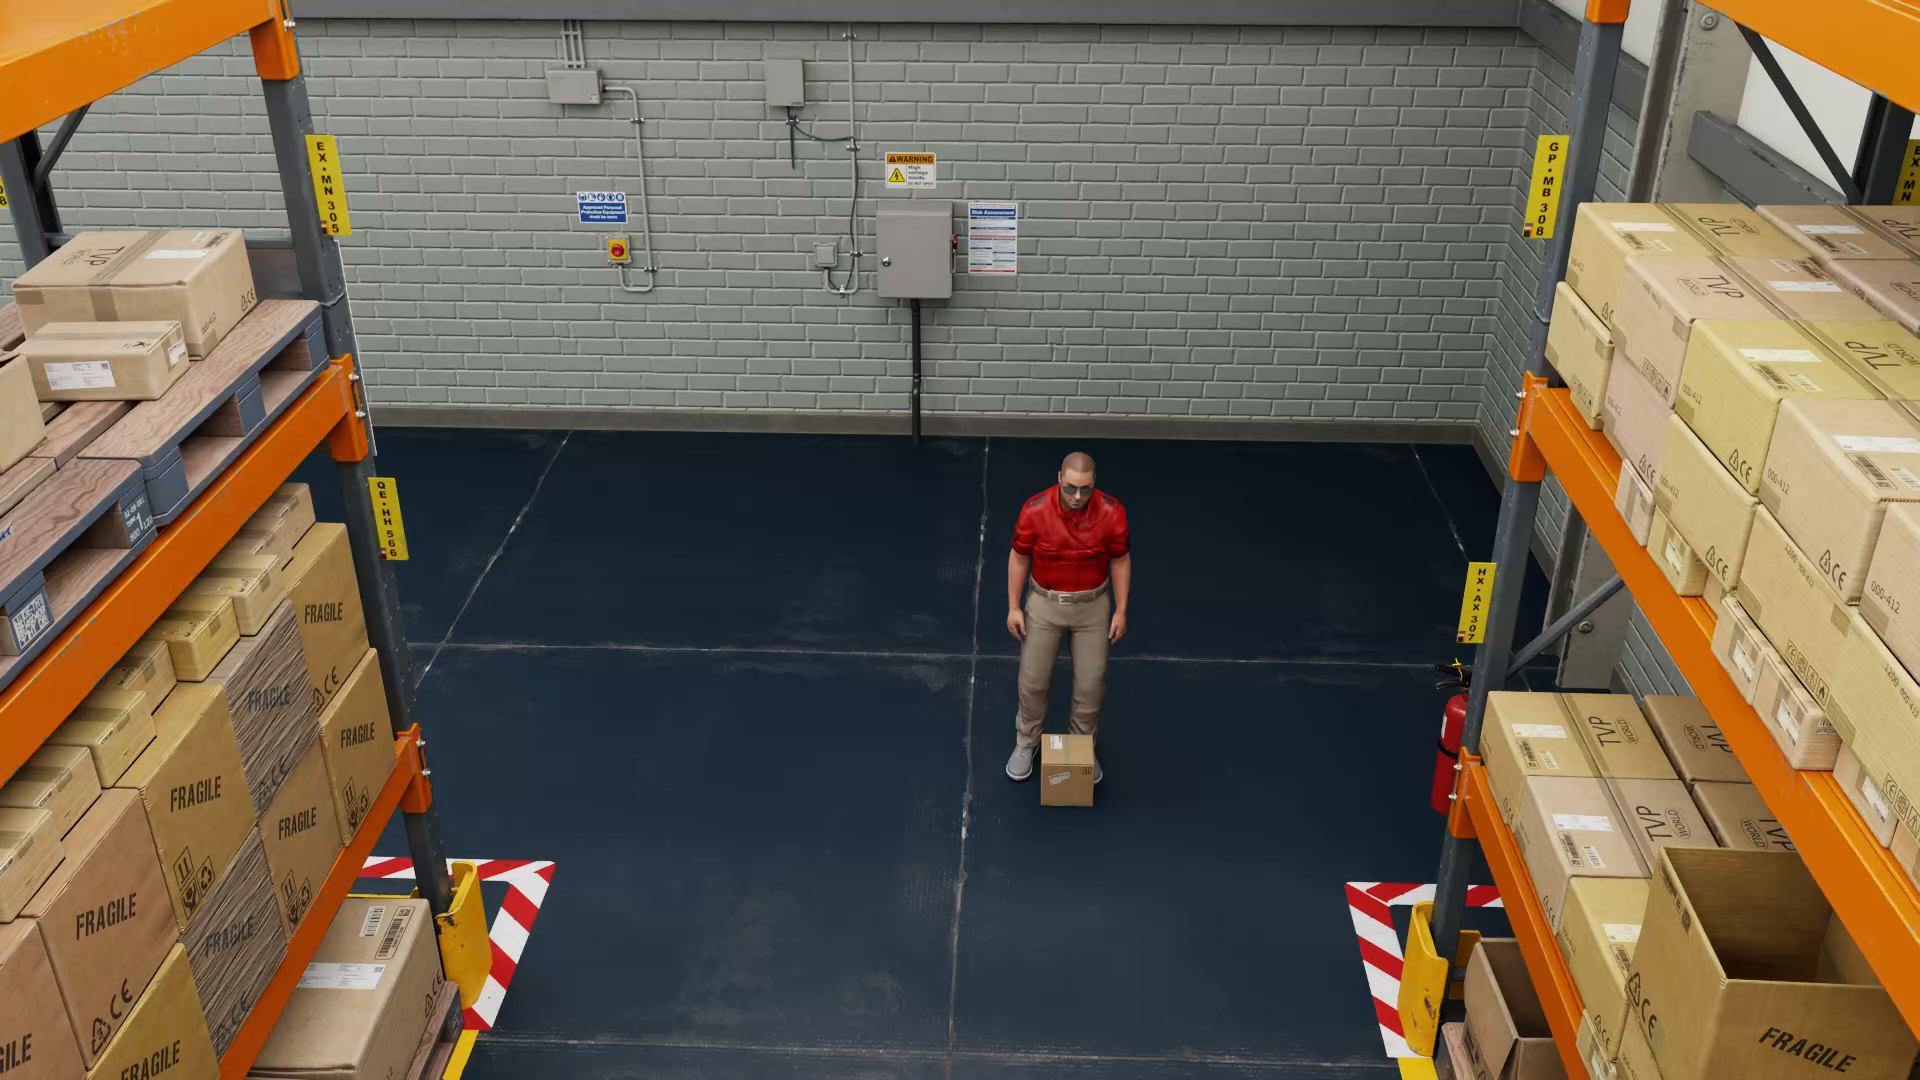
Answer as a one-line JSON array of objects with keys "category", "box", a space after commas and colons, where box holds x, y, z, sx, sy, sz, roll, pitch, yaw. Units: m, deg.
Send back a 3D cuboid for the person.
[{"category": "person", "box": [0.517, 0.356, 7.962, 0.585, 1.726, 0.428, 1, 28, 2]}]
